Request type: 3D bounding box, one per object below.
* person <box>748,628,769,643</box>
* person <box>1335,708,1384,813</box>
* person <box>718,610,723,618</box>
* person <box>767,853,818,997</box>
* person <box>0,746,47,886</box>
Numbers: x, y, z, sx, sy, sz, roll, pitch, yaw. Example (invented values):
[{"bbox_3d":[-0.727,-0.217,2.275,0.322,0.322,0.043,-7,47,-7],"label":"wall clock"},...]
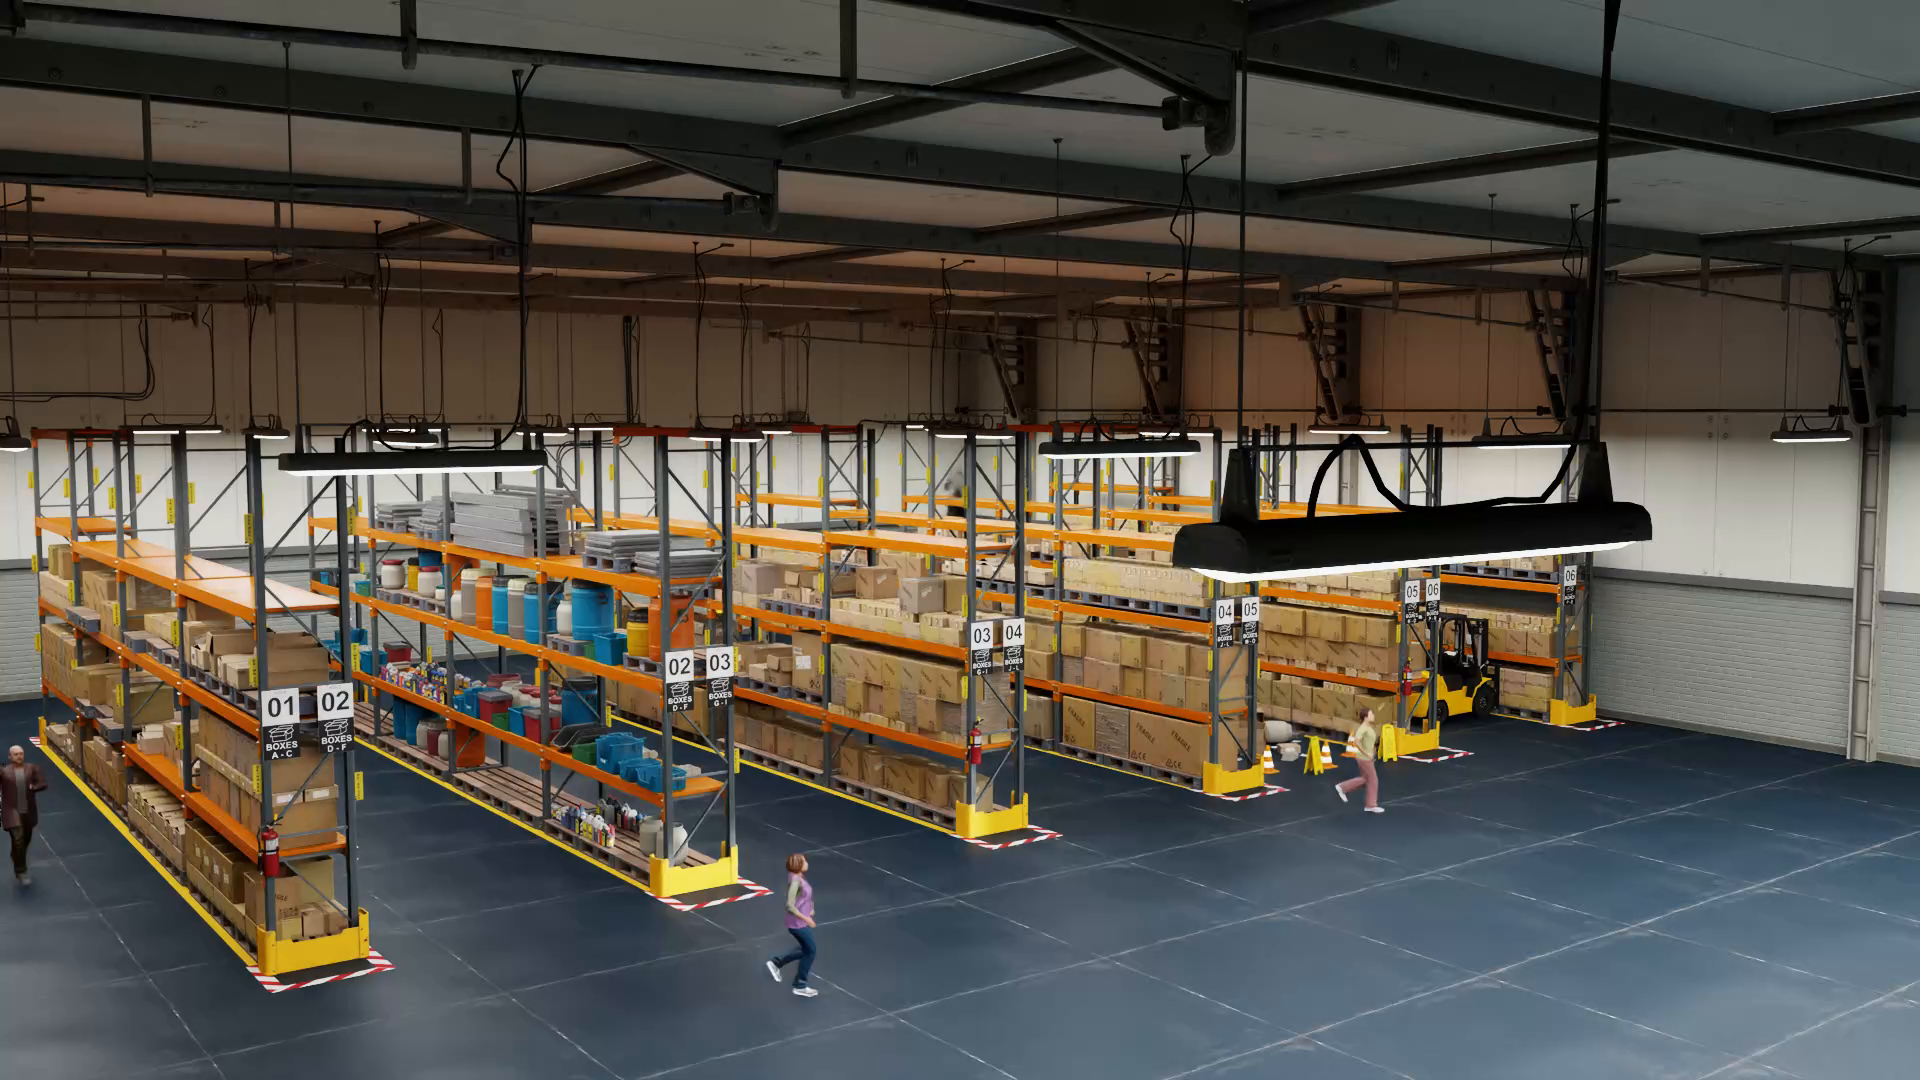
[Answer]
[{"bbox_3d":[-5.057,2.154,41.874,0.989,1.788,0.670,-3,6,-37],"label":"person"},{"bbox_3d":[6.295,3.446,26.154,0.765,1.658,0.577,1,5,18],"label":"person"},{"bbox_3d":[-5.514,2.454,38.365,0.702,1.780,0.668,-4,6,-40],"label":"person"},{"bbox_3d":[-1.817,4.152,17.958,0.555,1.571,0.542,-1,5,-7],"label":"person"},{"bbox_3d":[-12.669,3.664,22.382,0.988,1.809,0.686,4,6,41],"label":"person"}]
